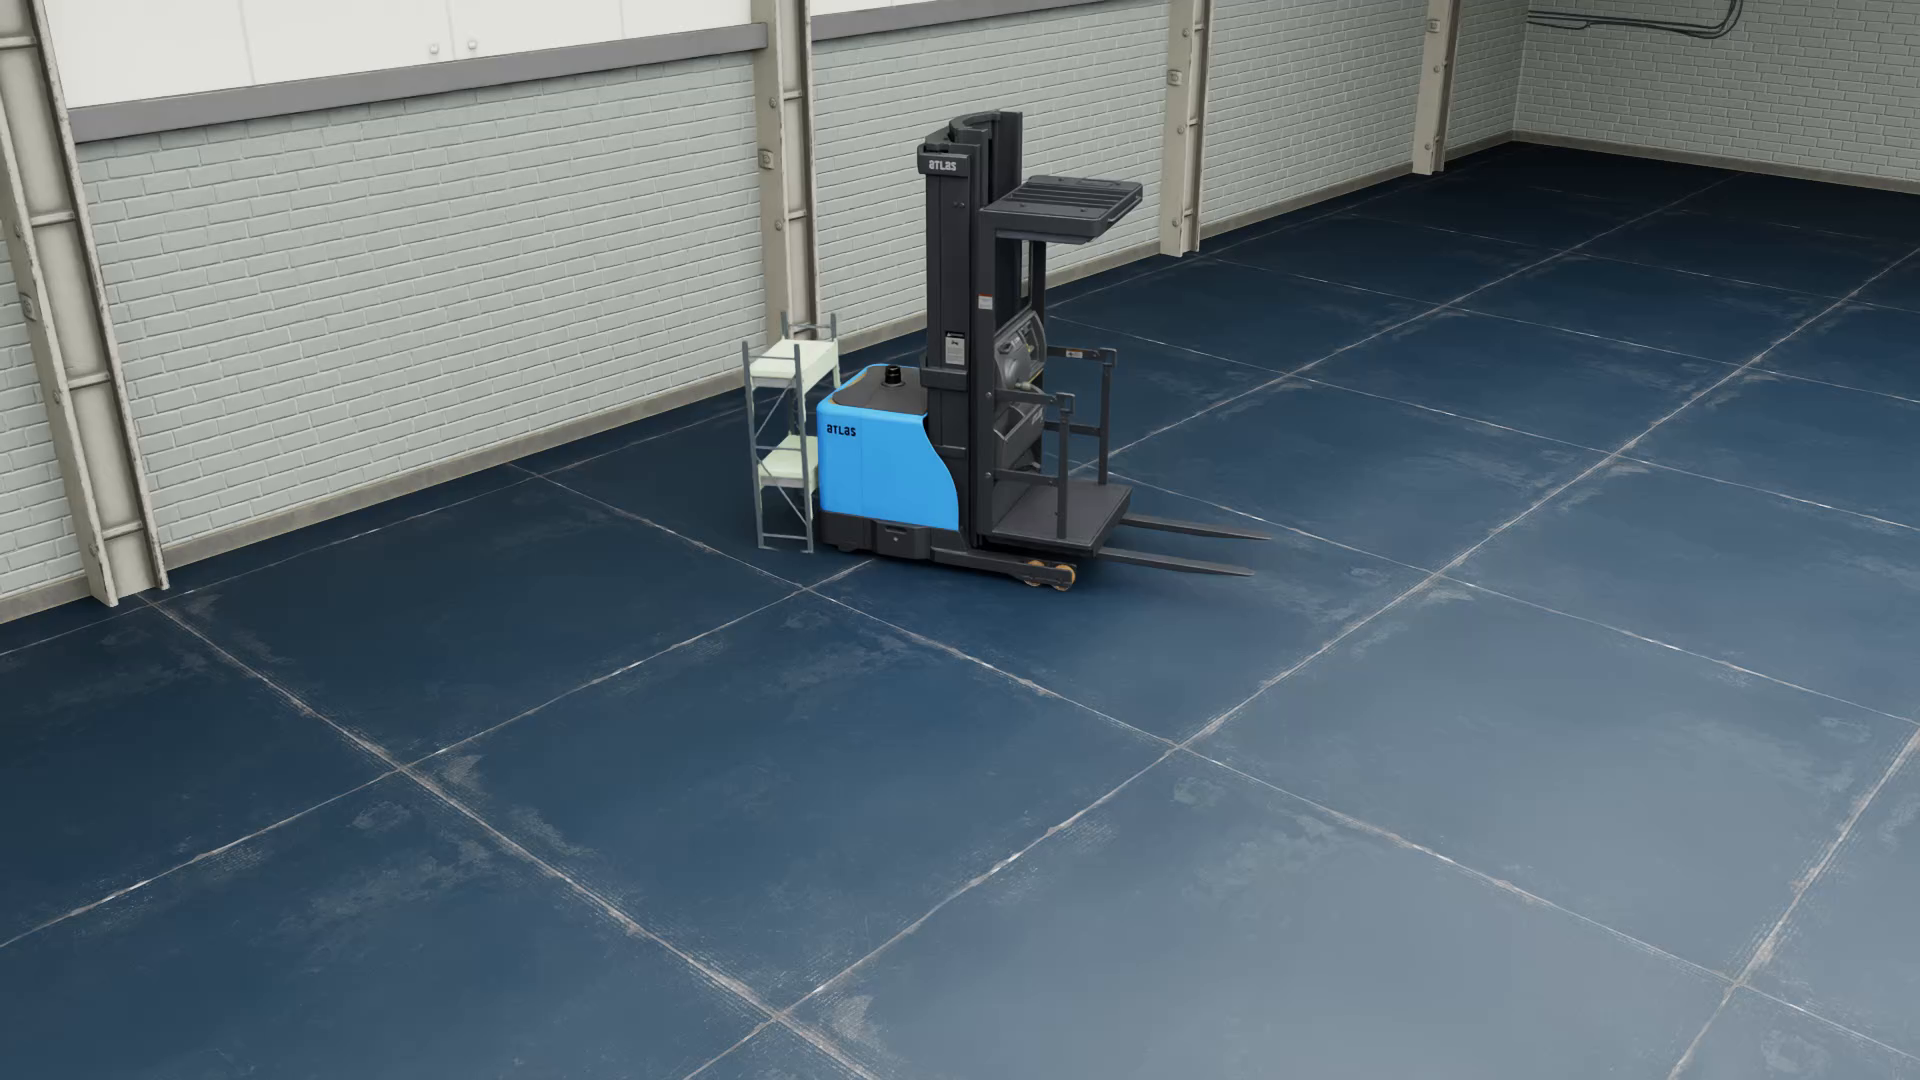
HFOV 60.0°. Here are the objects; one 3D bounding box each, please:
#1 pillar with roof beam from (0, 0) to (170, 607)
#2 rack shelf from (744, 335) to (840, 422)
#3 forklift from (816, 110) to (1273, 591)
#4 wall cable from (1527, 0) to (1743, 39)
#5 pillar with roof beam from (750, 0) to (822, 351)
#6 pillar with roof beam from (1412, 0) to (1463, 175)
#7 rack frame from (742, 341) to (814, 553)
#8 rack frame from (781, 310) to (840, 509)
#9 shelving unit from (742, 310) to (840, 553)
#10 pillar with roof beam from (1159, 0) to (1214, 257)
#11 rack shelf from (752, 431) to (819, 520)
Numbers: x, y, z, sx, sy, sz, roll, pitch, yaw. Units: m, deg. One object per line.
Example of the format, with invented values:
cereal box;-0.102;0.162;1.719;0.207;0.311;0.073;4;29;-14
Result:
pillar with roof beam;-2.287;-2.597;6.544;9.100;9.000;0.400;20;31;38
rack shelf;-1.146;-1.119;11.442;0.431;0.370;0.720;5;25;14
forklift;0.587;-1.249;10.953;3.031;2.935;1.130;9;26;18
wall cable;9.472;-8.377;23.229;3.097;2.526;0.112;20;31;38
pillar with roof beam;1.718;-4.425;10.621;9.100;9.000;0.400;20;31;38
pillar with roof beam;9.727;-8.082;18.775;9.100;9.000;0.400;20;31;38
rack frame;-1.231;-0.617;11.277;0.400;1.500;0.023;5;25;14
rack frame;-1.041;-0.906;11.922;0.400;1.500;0.023;5;25;14
shelving unit;-1.136;-0.761;11.599;0.431;1.500;0.755;5;25;14
pillar with roof beam;5.722;-6.253;14.698;9.100;9.000;0.400;20;31;38
rack shelf;-1.127;-0.463;11.730;0.431;0.370;0.720;5;25;14
